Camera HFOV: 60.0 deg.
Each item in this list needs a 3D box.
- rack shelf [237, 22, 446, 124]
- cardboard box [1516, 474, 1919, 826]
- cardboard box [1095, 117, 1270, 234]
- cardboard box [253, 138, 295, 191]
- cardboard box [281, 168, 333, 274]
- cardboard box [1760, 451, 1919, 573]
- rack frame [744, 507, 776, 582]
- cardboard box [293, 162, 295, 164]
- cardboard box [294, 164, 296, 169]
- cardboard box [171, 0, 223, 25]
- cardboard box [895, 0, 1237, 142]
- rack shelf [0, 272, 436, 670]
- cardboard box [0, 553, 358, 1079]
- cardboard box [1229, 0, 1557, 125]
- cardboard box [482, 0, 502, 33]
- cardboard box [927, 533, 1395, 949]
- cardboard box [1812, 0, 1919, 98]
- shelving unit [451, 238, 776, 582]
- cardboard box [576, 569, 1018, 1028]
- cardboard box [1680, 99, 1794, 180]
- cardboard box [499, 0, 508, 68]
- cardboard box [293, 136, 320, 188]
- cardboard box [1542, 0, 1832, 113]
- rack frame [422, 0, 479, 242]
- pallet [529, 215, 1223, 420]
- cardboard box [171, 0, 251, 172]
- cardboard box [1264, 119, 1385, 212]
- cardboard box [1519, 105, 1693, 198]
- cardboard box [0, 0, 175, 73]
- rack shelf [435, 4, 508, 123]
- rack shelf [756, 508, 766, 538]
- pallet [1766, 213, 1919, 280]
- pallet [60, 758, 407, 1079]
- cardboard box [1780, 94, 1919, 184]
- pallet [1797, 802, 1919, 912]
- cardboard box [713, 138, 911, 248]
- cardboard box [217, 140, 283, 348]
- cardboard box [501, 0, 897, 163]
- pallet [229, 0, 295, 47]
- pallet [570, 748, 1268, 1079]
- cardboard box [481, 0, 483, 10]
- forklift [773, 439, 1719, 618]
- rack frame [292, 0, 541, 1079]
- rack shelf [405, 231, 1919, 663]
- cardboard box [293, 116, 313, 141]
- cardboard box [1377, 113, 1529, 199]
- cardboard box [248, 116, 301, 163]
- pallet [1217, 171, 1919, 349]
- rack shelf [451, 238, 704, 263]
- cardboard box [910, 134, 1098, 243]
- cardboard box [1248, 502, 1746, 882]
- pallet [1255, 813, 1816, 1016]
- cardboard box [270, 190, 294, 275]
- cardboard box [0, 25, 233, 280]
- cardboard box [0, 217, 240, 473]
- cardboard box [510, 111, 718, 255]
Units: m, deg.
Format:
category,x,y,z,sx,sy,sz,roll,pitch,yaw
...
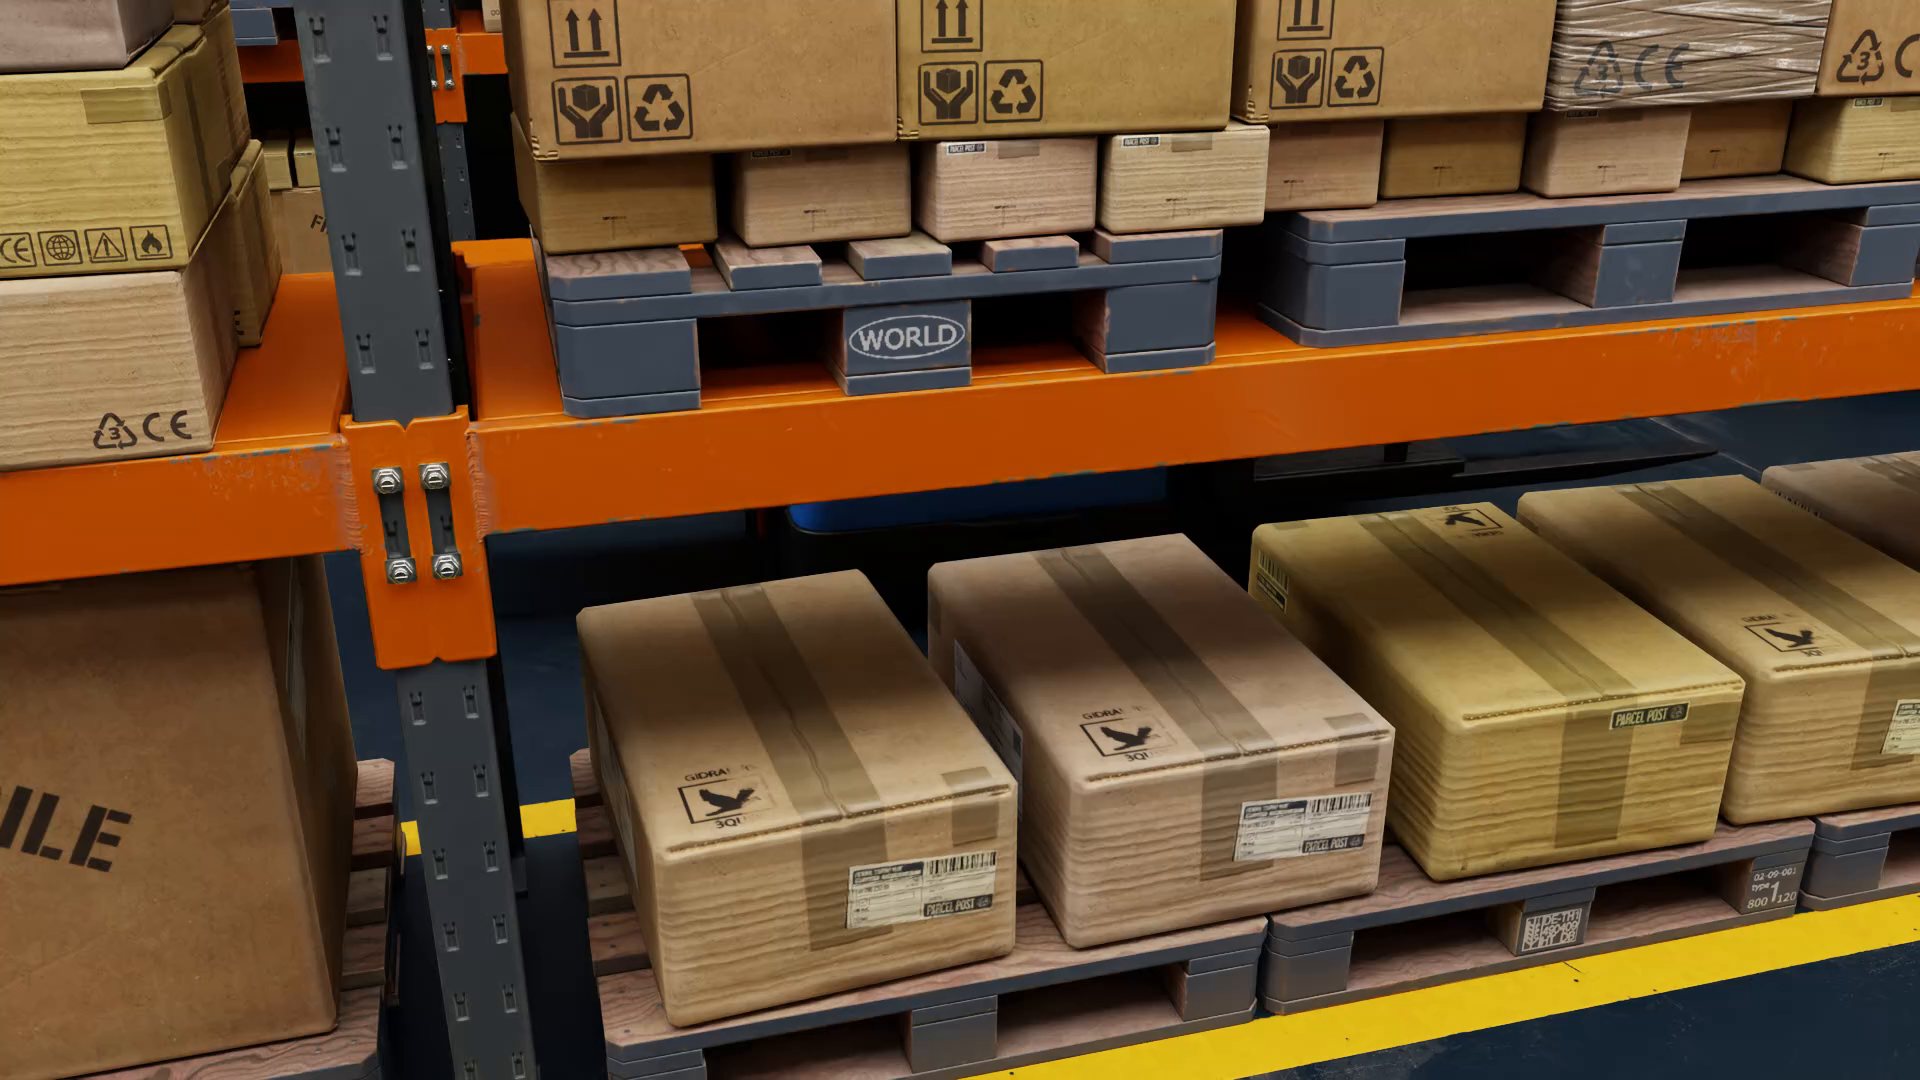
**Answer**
category,x,y,z,sx,sy,sz,roll,pitch,yaw
rack shelf,-4.166,-1.856,6.684,4.000,0.370,1.077,-6,24,-14
cardboard box,1.760,0.207,3.762,0.625,0.372,0.950,-5,24,-11
cardboard box,0.295,-0.608,2.648,0.250,0.149,0.380,-6,24,-14
cardboard box,-2.901,-1.553,6.879,0.250,0.149,0.380,-8,24,-17
cardboard box,-2.589,-1.317,7.154,0.500,0.500,0.500,-6,24,-13
cardboard box,2.452,0.130,3.944,0.625,0.372,0.950,-6,24,-14
rack frame,-0.614,-0.458,4.892,0.032,1.125,0.500,-6,24,-13
cardboard box,-3.199,-1.461,7.488,0.500,0.500,0.500,-6,24,-14
cardboard box,-2.721,-1.506,7.592,0.500,0.500,0.500,-5,24,-12
cardboard box,-1.436,-1.062,2.525,0.500,0.500,0.500,-7,24,-16
cardboard box,0.100,-0.910,2.529,0.500,0.500,0.500,-5,24,-12
rack shelf,-2.821,0.028,2.293,4.000,0.370,1.077,-6,24,-14
cardboard box,-1.583,0.310,2.886,0.875,0.875,0.875,-7,24,-15
cardboard box,0.610,-0.969,2.667,0.500,0.500,0.500,-6,24,-13
cardboard box,-1.747,-2.285,6.962,0.500,0.250,0.500,-6,24,-14
cardboard box,0.360,0.361,3.405,0.625,0.372,0.950,-7,24,-15
cardboard box,1.597,-1.075,2.915,0.500,0.500,0.500,-5,24,-13
shelving unit,-1.107,-0.410,4.778,1.048,1.125,0.538,-6,24,-13
cardboard box,-0.349,0.442,3.215,0.625,0.372,0.950,-8,24,-18
cardboard box,1.267,-0.768,3.021,0.250,0.149,0.380,-7,24,-16
cardboard box,-0.533,-1.045,2.846,0.500,0.500,0.500,-7,24,-16
cardboard box,-2.647,-1.593,6.974,0.250,0.149,0.380,-8,24,-17
cardboard box,1.093,-1.019,2.784,0.500,0.500,0.500,-7,24,-16
rack frame,-2.240,-2.400,7.039,0.127,3.000,1.000,-6,24,-14
pallet,-0.238,-0.544,2.957,1.003,0.211,1.213,-6,24,-14
cardboard box,-1.450,-0.716,2.672,0.500,0.250,0.500,-6,24,-15
cardboard box,0.506,-0.663,2.777,0.250,0.149,0.380,-5,24,-11
cardboard box,1.037,-0.711,2.889,0.250,0.149,0.380,-6,24,-13
cardboard box,-1.323,-0.867,2.071,0.500,0.500,0.500,-7,24,-16
rack shelf,-0.314,-2.282,7.677,4.000,0.370,1.077,-6,24,-14
rack shelf,-1.107,-0.185,4.875,1.000,0.278,0.538,-6,24,-13
pallet,2.181,-0.828,3.618,1.213,0.211,1.003,-6,24,-14
pallet,-1.675,0.821,3.069,1.213,0.211,1.003,-6,24,-14
cardboard box,1.549,-0.757,2.995,0.250,0.149,0.380,-6,24,-14
pallet,2.207,0.423,3.996,1.213,0.211,1.003,-6,24,-14
cardboard box,-0.251,-0.575,2.571,0.250,0.149,0.380,-8,24,-18
cardboard box,-1.435,-0.490,2.779,0.500,0.250,0.500,-7,24,-15
cardboard box,-0.400,-0.851,2.394,0.500,0.500,0.500,-7,24,-16
pallet,-2.874,-2.213,6.846,1.003,0.211,1.213,-6,24,-14
pallet,-0.143,0.683,3.391,1.213,0.211,1.003,-6,24,-14
cardboard box,-1.876,-2.476,7.406,0.500,0.250,0.500,-7,24,-15
forklift,0.900,-1.412,4.825,3.031,2.935,1.130,-6,24,-13
rack frame,-0.895,-0.516,2.648,0.127,3.000,1.000,-6,24,-14
rack shelf,1.030,-0.398,3.286,4.000,0.370,1.077,-6,24,-14
cardboard box,-2.826,-1.805,7.467,0.250,0.149,0.380,-5,24,-12
cardboard box,0.768,-0.708,2.882,0.250,0.149,0.380,-5,24,-12
cardboard box,-3.089,-1.787,7.425,0.250,0.149,0.380,-6,24,-13
pallet,0.999,-0.654,3.213,1.213,0.211,1.003,-6,24,-14
rack shelf,-1.107,-0.679,4.663,1.000,0.278,0.538,-6,24,-13
cardboard box,0.025,-0.586,2.598,0.250,0.149,0.380,-8,24,-18
cardboard box,1.091,0.282,3.588,0.625,0.372,0.950,-6,24,-13
pallet,1.030,0.554,3.690,1.213,0.211,1.003,-6,24,-14
cardboard box,-3.074,-1.268,7.039,0.500,0.500,0.500,-7,24,-15
cardboard box,-1.293,-0.529,2.234,0.500,0.250,0.500,-6,24,-15
cardboard box,-1.312,-0.294,2.322,0.500,0.250,0.500,-7,24,-16
cardboard box,-0.532,-0.557,2.531,0.250,0.149,0.380,-8,24,-17
